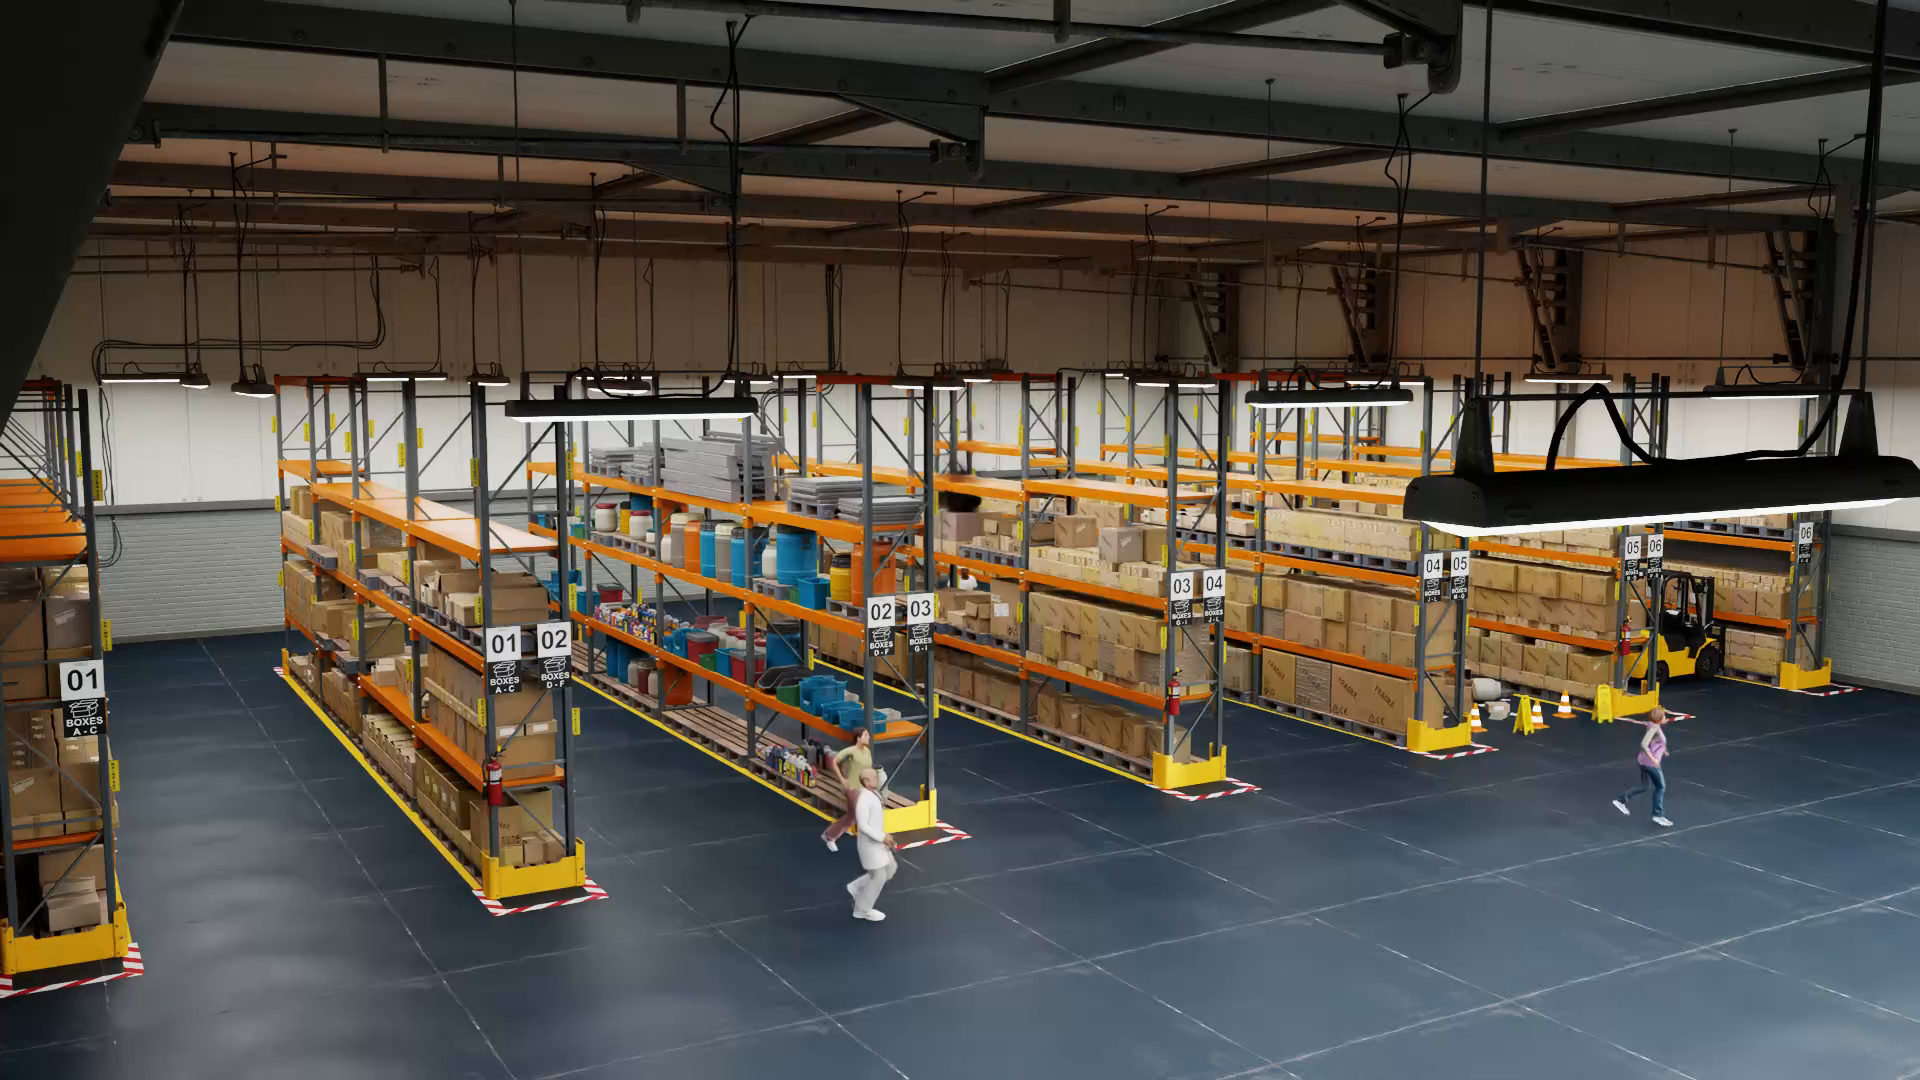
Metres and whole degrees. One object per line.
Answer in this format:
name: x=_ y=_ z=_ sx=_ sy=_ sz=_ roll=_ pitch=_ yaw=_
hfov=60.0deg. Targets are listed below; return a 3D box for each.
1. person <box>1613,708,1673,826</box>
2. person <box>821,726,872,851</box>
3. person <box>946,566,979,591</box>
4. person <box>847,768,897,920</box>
person: x=9.317 y=3.062 z=22.634 sx=0.775 sy=1.612 sz=0.536 roll=1 pitch=6 yaw=12
person: x=-1.317 y=3.191 z=21.169 sx=0.931 sy=1.659 sz=0.594 roll=3 pitch=7 yaw=29
person: x=0.123 y=1.399 z=37.200 sx=0.668 sy=1.767 sz=0.679 roll=-4 pitch=7 yaw=-30
person: x=-1.002 y=3.432 z=18.779 sx=0.571 sy=1.721 sz=0.717 roll=0 pitch=6 yaw=1
